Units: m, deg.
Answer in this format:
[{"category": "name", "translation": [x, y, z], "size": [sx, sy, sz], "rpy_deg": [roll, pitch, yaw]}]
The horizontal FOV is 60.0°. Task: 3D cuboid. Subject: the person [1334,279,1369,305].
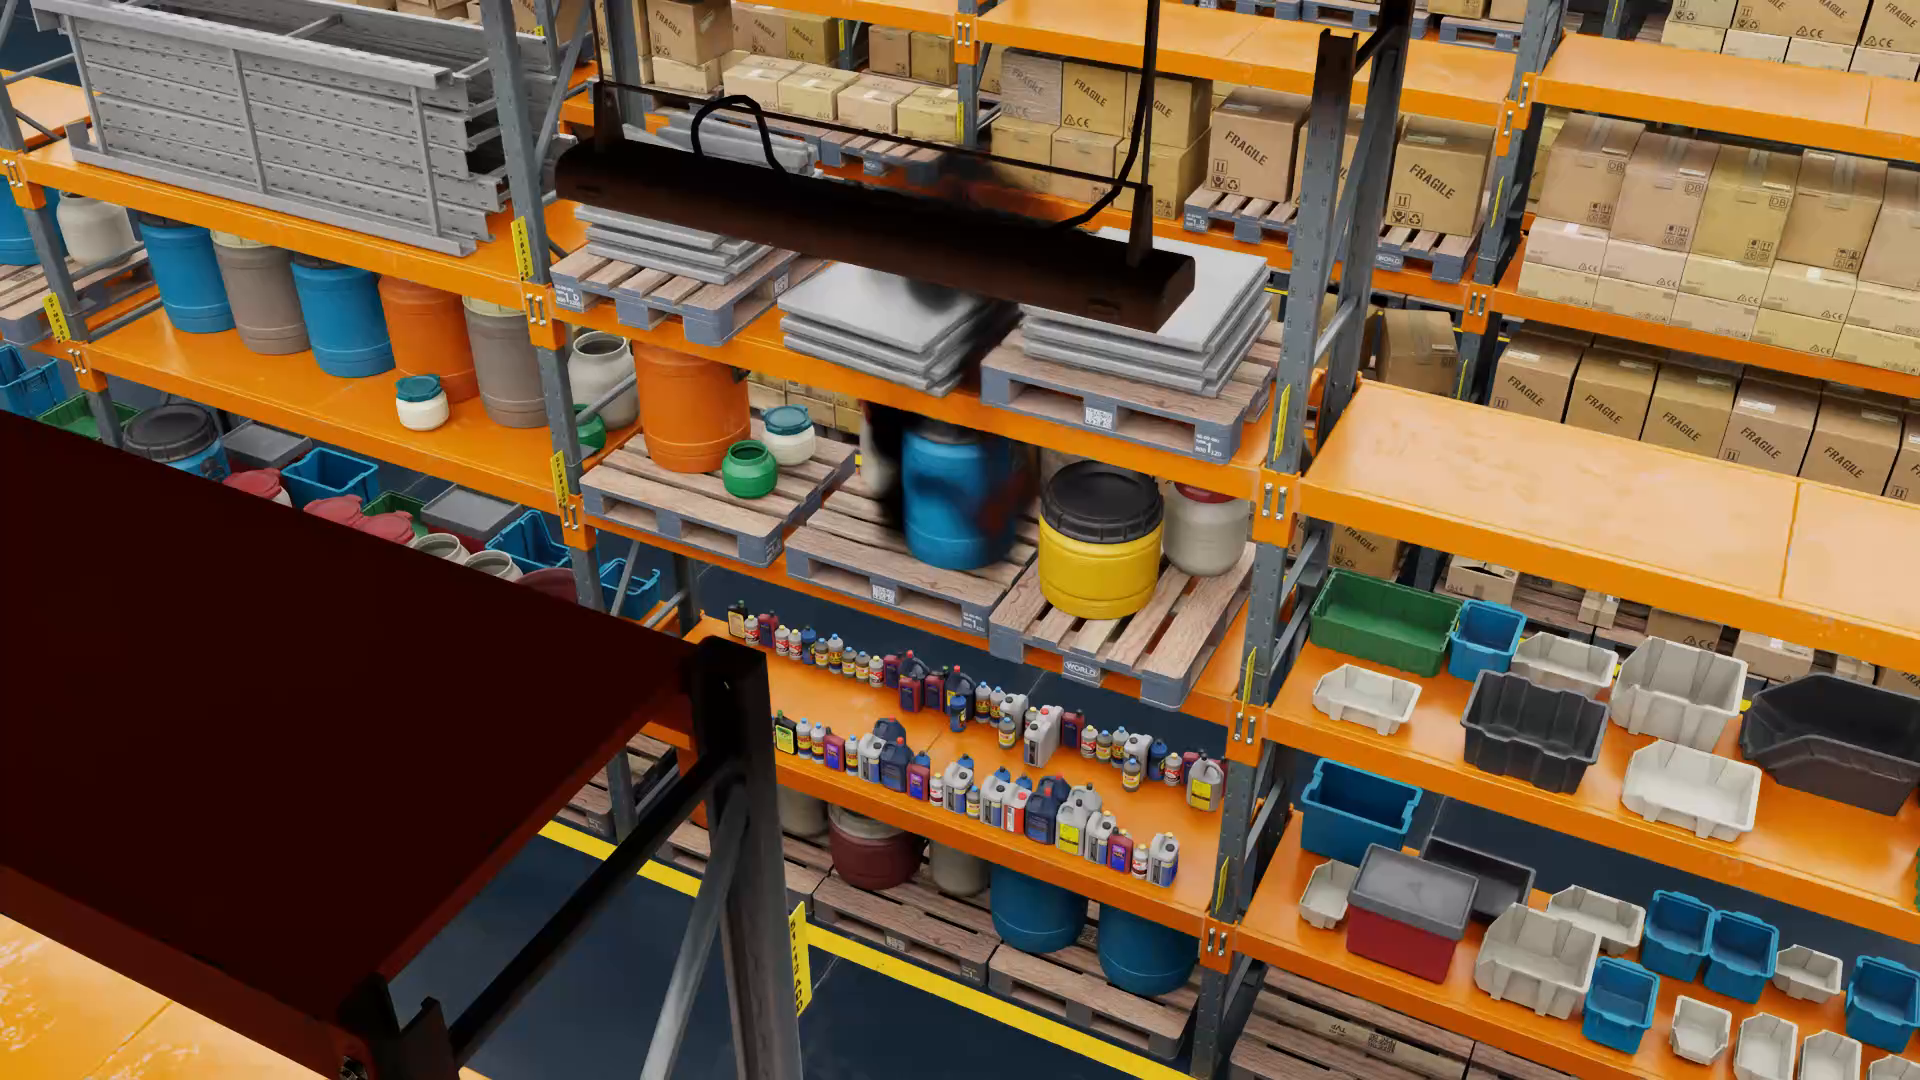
[{"category": "person", "translation": [3.314, -1.715, 14.794], "size": [0.579, 1.743, 0.654], "rpy_deg": [14, 37, 19]}]
